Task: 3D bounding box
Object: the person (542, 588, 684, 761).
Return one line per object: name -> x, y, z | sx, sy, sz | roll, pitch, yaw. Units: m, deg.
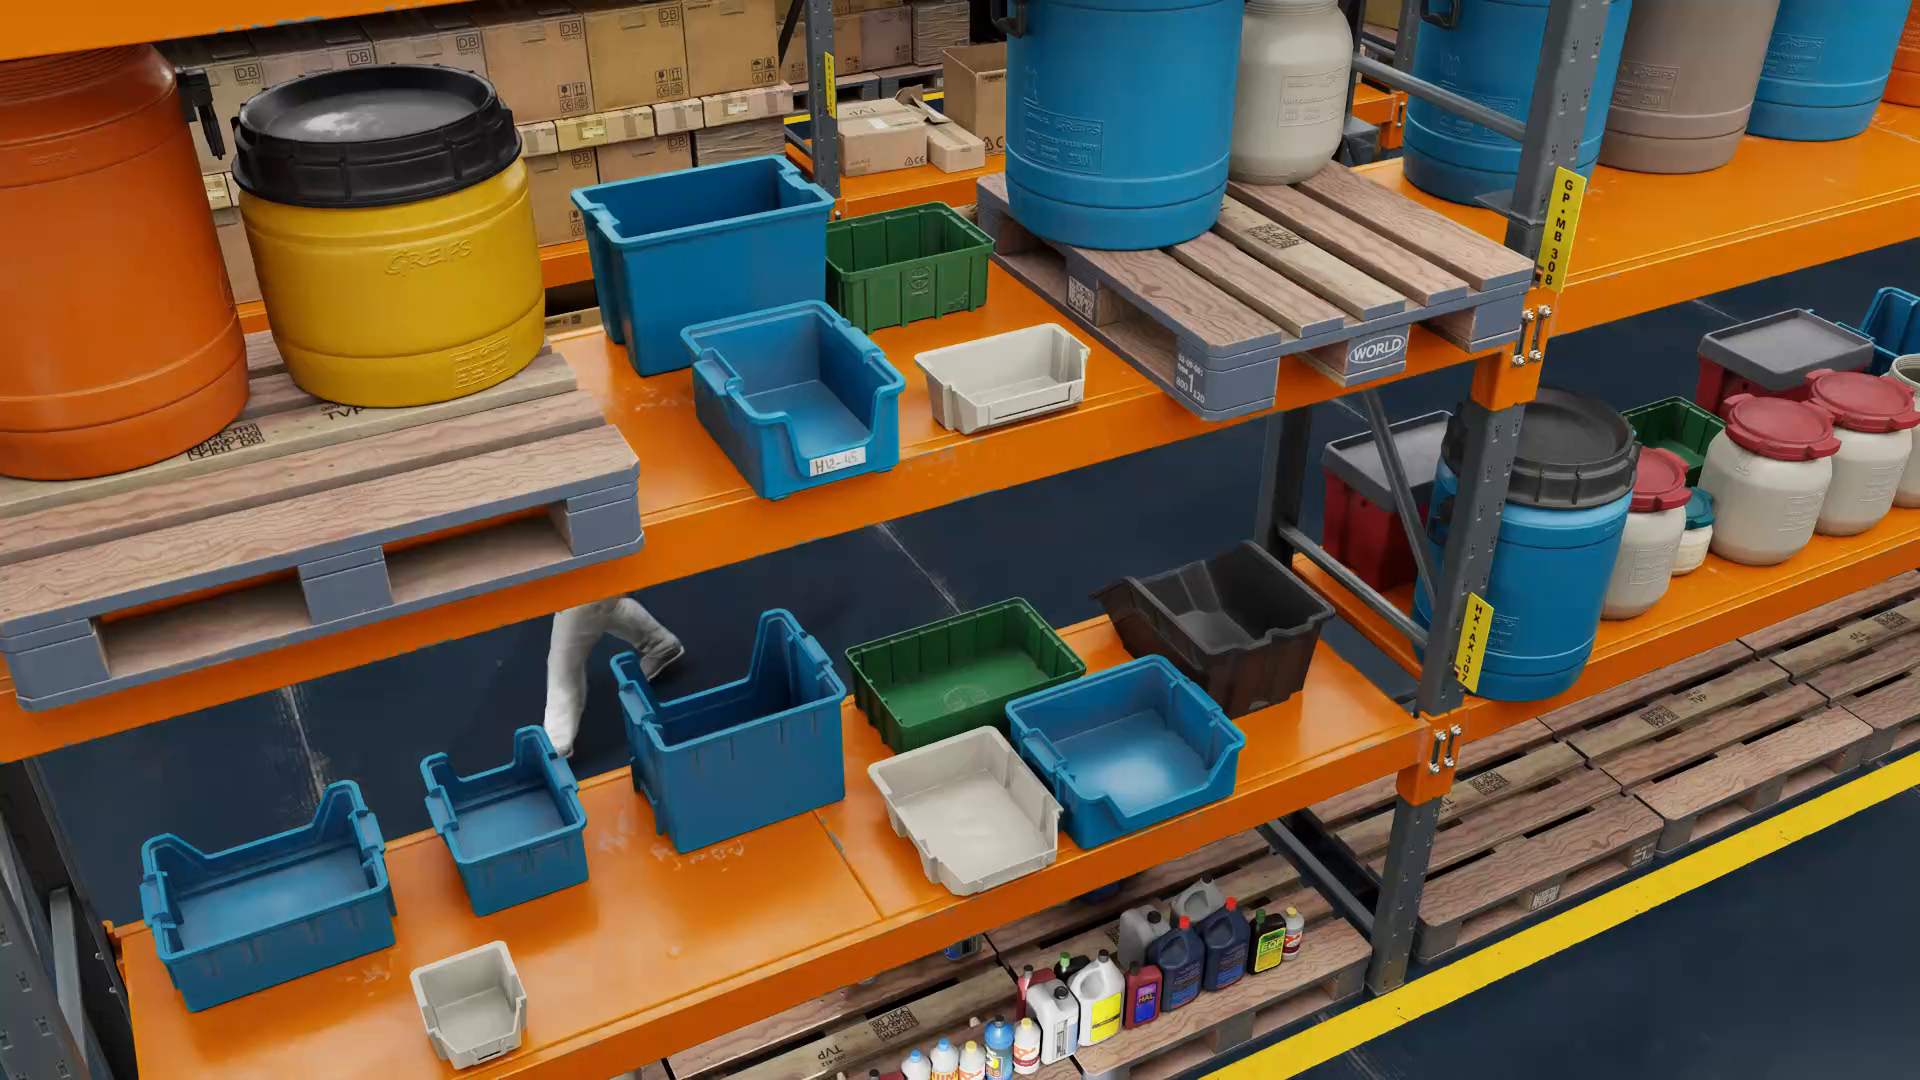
person -> -1.616, 0.111, 6.972 | 1.019, 1.606, 0.469 | -28, 42, -36
